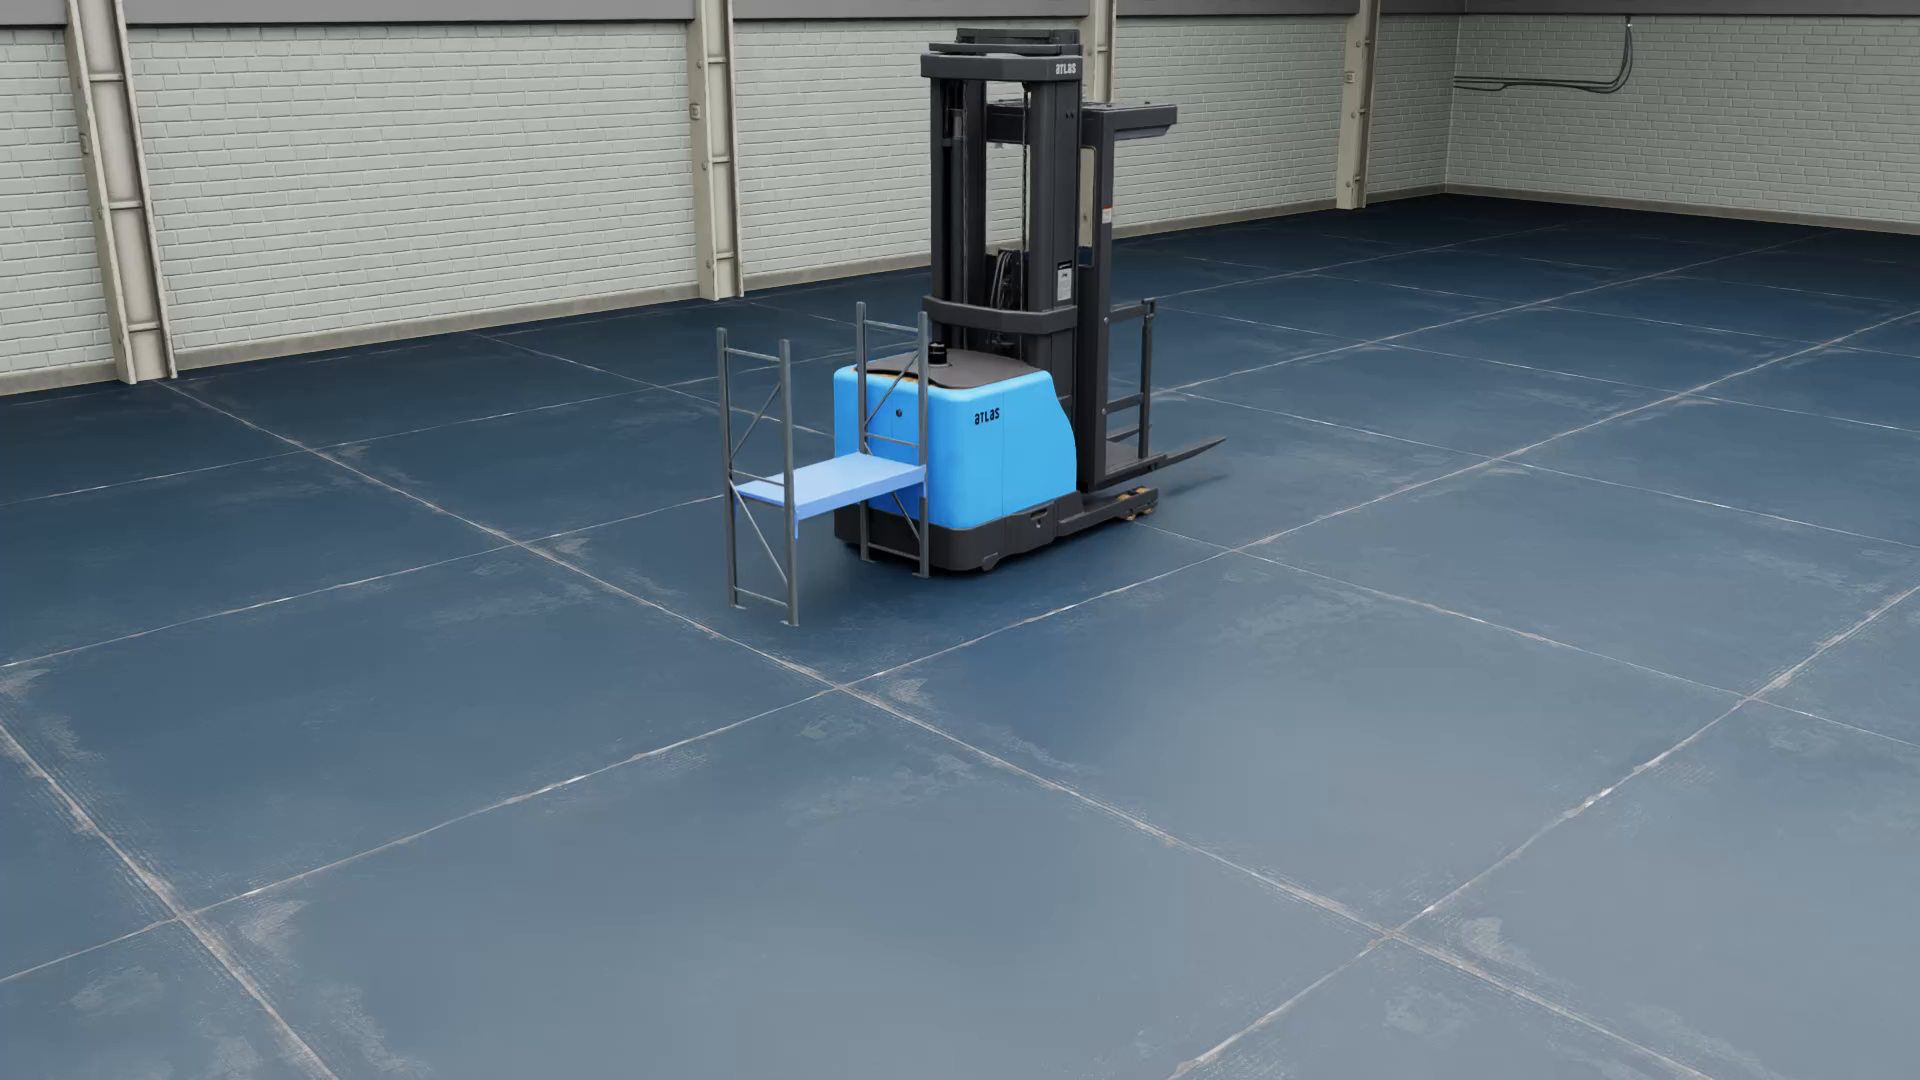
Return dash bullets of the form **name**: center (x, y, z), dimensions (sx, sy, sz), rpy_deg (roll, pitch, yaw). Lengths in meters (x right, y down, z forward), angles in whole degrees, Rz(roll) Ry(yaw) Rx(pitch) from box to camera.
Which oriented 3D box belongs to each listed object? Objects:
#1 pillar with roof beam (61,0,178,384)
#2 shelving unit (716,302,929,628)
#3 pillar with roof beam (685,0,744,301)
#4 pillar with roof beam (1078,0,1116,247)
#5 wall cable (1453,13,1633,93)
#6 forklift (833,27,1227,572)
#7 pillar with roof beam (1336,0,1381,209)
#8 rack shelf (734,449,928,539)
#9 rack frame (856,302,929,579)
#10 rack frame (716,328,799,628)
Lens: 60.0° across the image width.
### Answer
- **pillar with roof beam**: center (-4.014, -4.707, 9.911), dimensions (0.400, 9.000, 9.100), rpy_deg (-16, 24, -41)
- **shelving unit**: center (-0.704, -0.430, 8.879), dimensions (0.538, 1.500, 1.048), rpy_deg (15, 23, 38)
- **pillar with roof beam**: center (0.346, -5.978, 13.832), dimensions (0.400, 9.000, 9.100), rpy_deg (-16, 24, -41)
- **pillar with roof beam**: center (4.705, -7.249, 17.753), dimensions (0.400, 9.000, 9.100), rpy_deg (-16, 24, -41)
- **wall cable**: center (9.156, -8.336, 26.140), dimensions (0.112, 2.526, 3.097), rpy_deg (-16, 24, -41)
- **forklift**: center (0.598, -1.601, 10.169), dimensions (1.130, 2.935, 3.031), rpy_deg (15, 23, 38)
- **pillar with roof beam**: center (9.065, -8.521, 21.675), dimensions (0.400, 9.000, 9.100), rpy_deg (-16, 24, -41)
- **rack shelf**: center (-0.704, -0.259, 8.934), dimensions (0.538, 0.185, 1.000), rpy_deg (15, 23, 38)
- **rack frame**: center (-0.373, -0.549, 9.246), dimensions (0.500, 1.500, 0.032), rpy_deg (15, 23, 38)
- **rack frame**: center (-1.035, -0.311, 8.511), dimensions (0.500, 1.500, 0.032), rpy_deg (15, 23, 38)
